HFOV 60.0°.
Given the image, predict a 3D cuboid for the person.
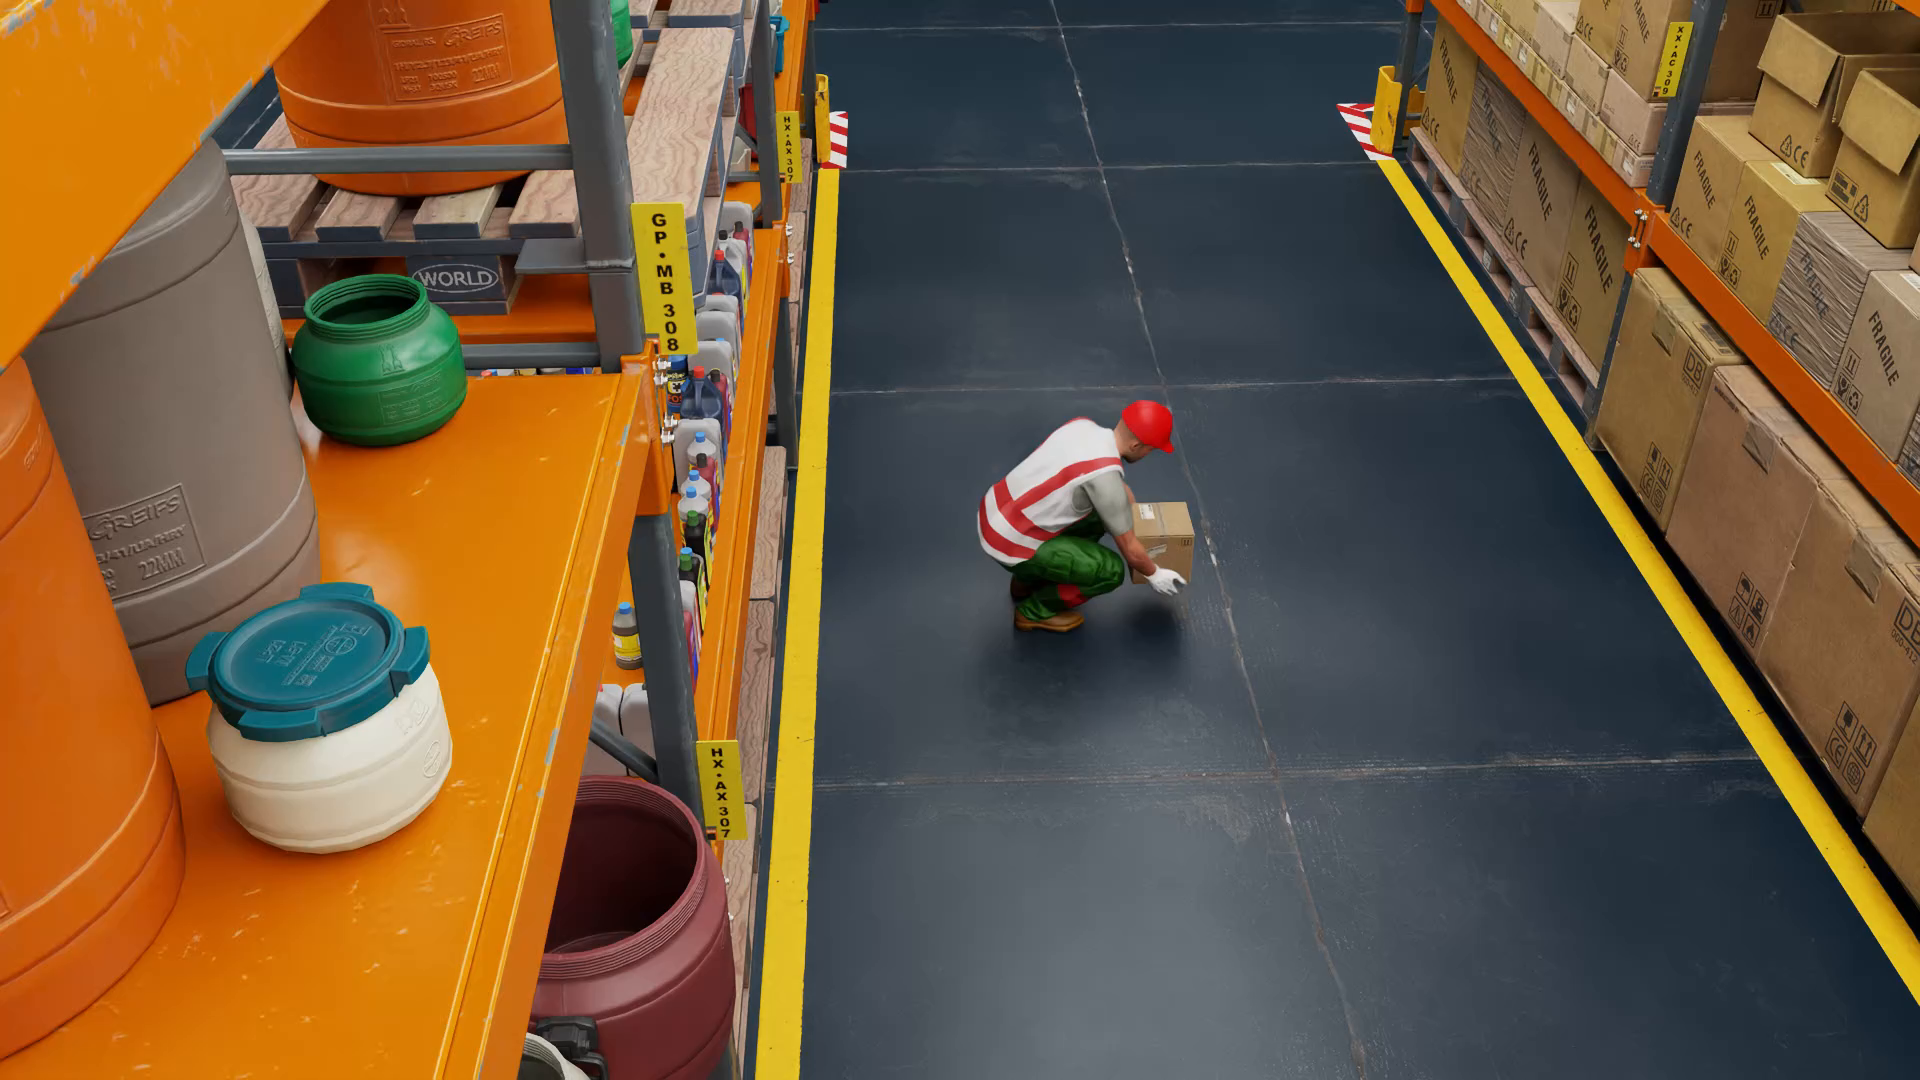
[{"bbox_3d":[0.512,-0.125,7.006,0.880,0.991,0.565,-1,35,-2],"label":"person"}]
